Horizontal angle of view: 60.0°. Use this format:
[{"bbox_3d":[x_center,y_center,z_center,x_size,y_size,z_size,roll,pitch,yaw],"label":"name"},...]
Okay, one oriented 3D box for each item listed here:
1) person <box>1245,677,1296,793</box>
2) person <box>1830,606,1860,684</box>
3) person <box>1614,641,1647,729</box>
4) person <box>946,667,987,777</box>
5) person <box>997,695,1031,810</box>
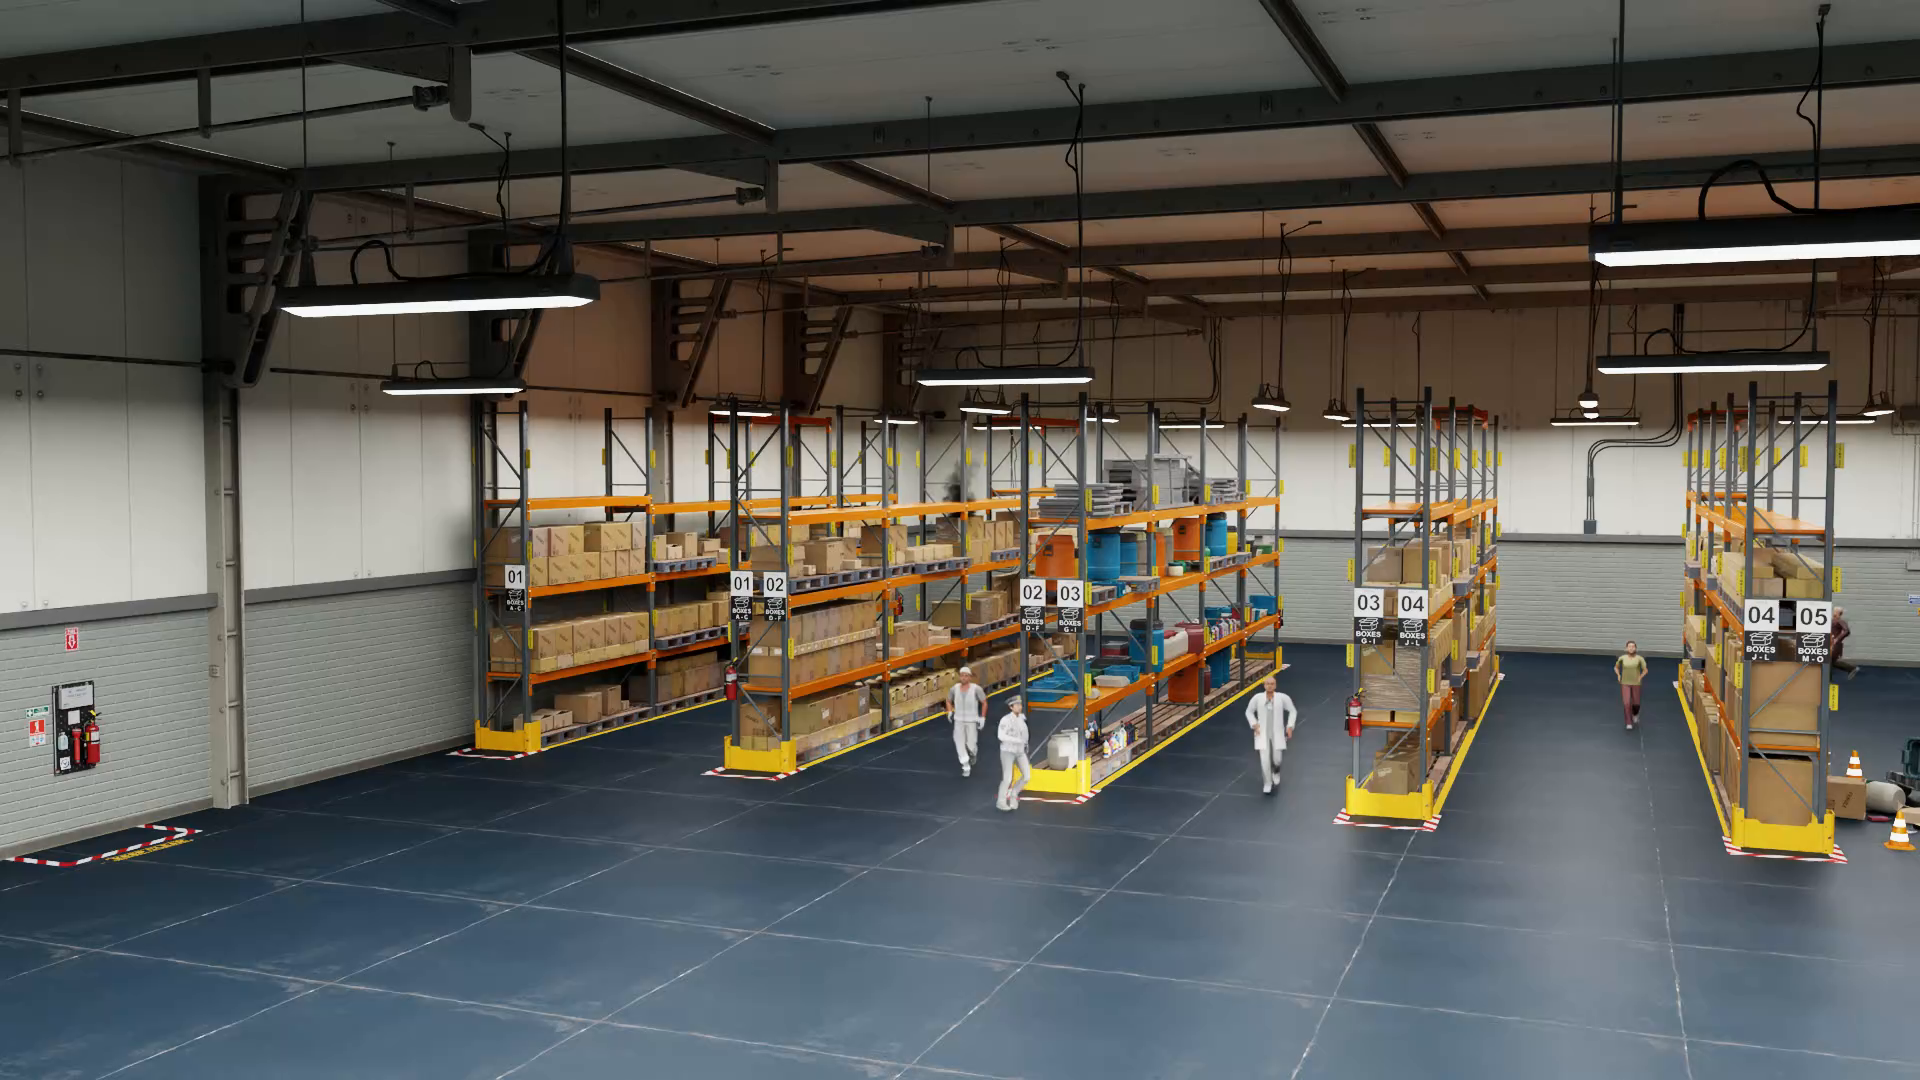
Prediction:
[{"bbox_3d":[4.667,2.916,24.985,0.756,1.731,0.604,1,3,11],"label":"person"},{"bbox_3d":[19.361,2.346,36.684,0.933,1.768,0.722,1,3,22],"label":"person"},{"bbox_3d":[12.462,2.683,30.918,0.580,1.620,0.625,1,3,22],"label":"person"},{"bbox_3d":[0.098,2.855,26.299,0.670,1.724,0.631,1,3,12],"label":"person"},{"bbox_3d":[0.814,3.019,23.581,0.648,1.659,0.612,-2,3,-33],"label":"person"}]
